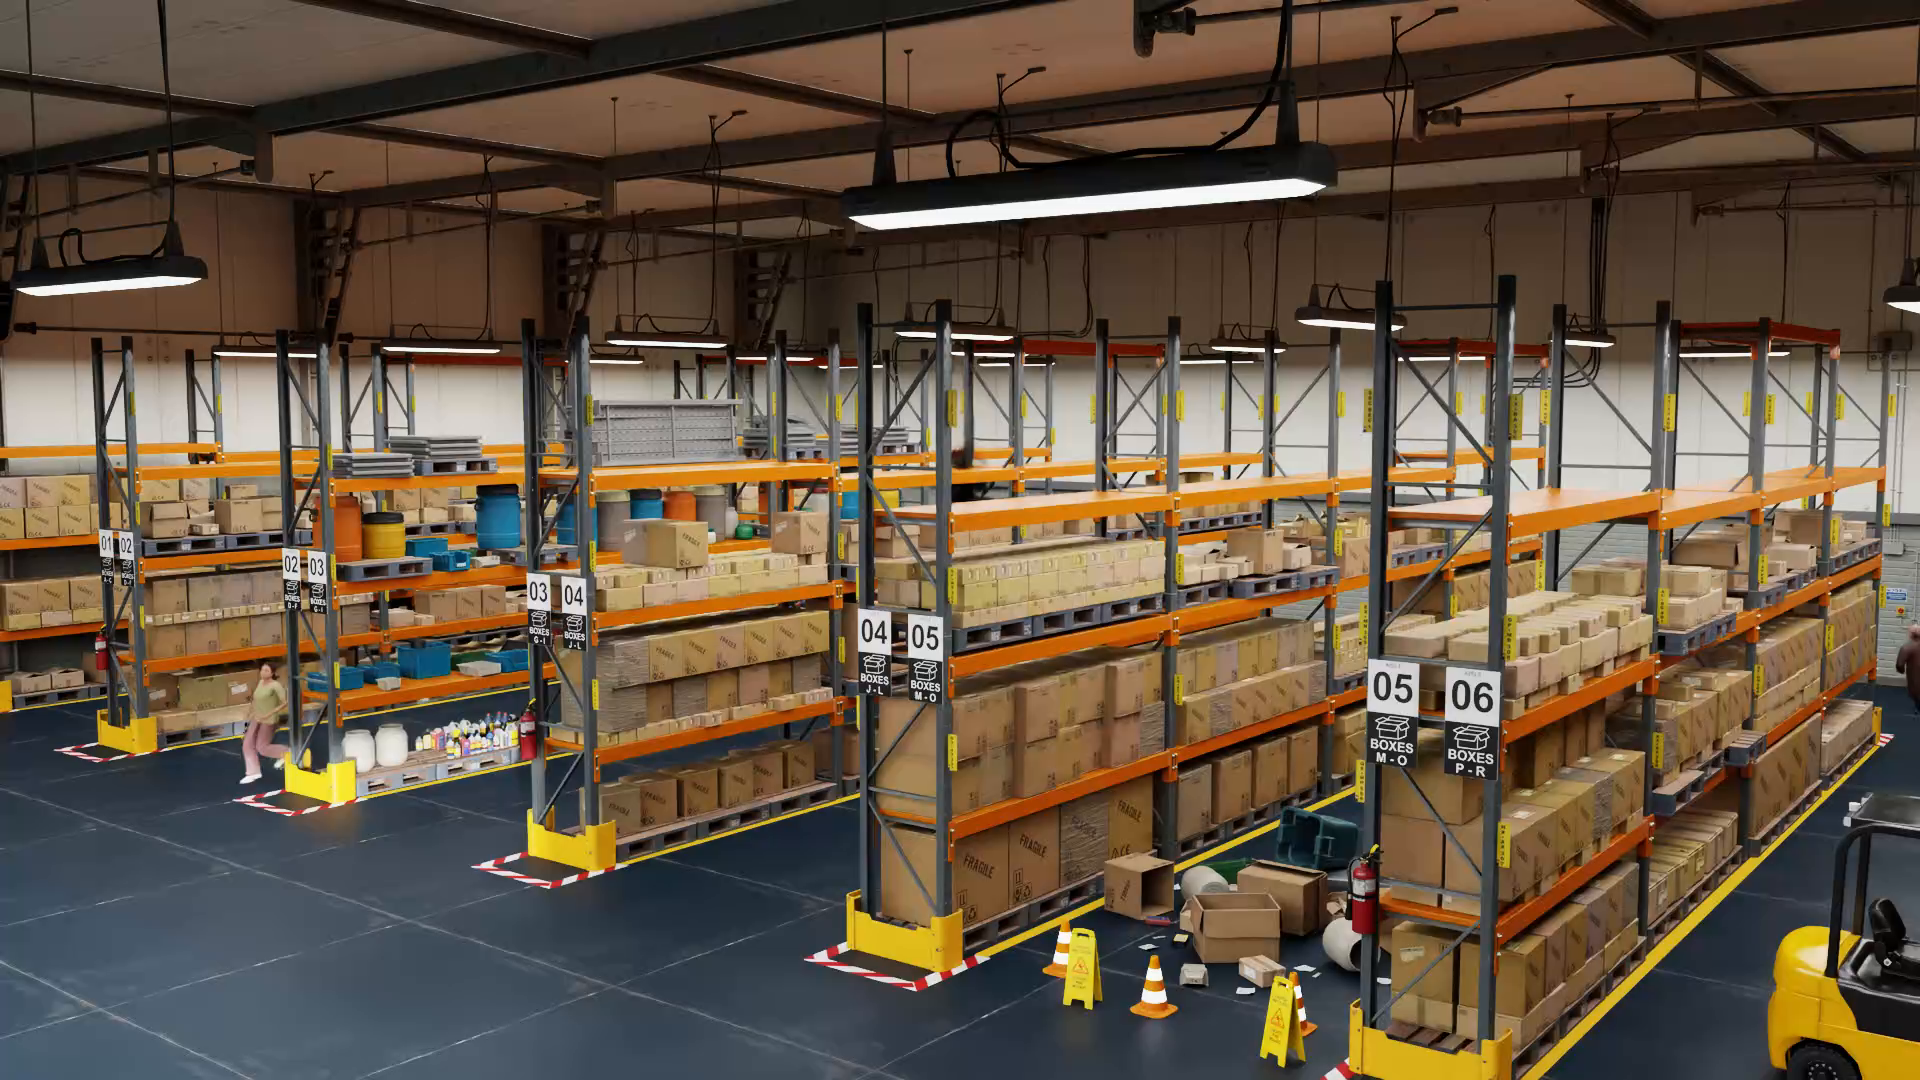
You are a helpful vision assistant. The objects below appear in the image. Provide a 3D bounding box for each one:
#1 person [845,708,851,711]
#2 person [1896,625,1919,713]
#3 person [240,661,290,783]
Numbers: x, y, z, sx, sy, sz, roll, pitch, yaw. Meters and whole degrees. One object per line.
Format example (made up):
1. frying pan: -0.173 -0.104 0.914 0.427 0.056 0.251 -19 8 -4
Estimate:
1. person: -1.878 1.836 25.918 0.590 1.688 0.583 2 5 24
2. person: 14.464 2.128 25.116 0.745 1.715 0.607 -1 5 -6
3. person: -9.276 2.429 22.359 0.613 1.642 0.721 3 6 28
